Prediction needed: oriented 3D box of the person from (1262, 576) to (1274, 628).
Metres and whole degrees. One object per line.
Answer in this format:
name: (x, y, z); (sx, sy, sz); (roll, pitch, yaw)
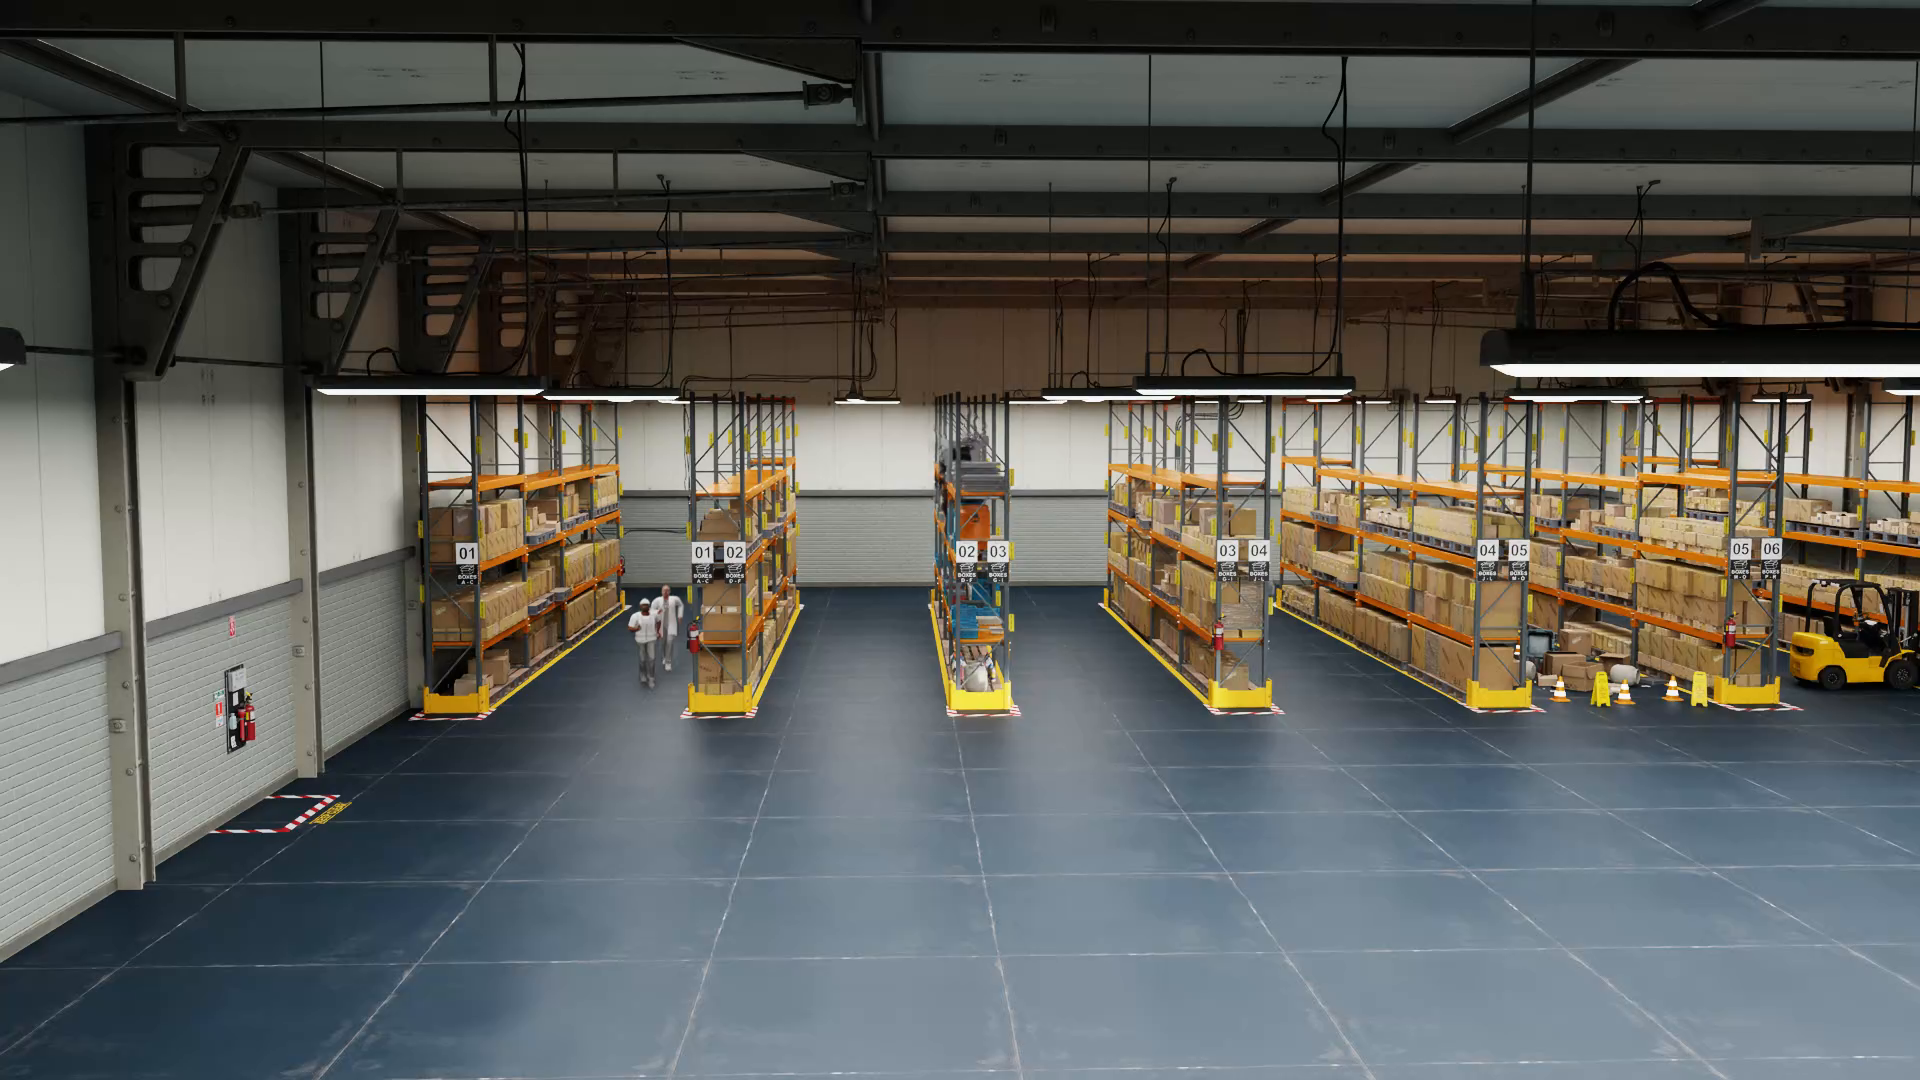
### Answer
person: (7.807, 1.470, 42.570); (0.590, 1.660, 0.619); (0, 5, -5)

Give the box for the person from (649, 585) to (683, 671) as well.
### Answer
person: (-6.438, 1.898, 36.430); (0.702, 1.823, 0.969); (0, 5, -2)

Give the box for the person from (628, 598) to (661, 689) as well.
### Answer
person: (-6.443, 2.096, 34.061); (0.683, 1.808, 0.845); (-1, 5, -15)
